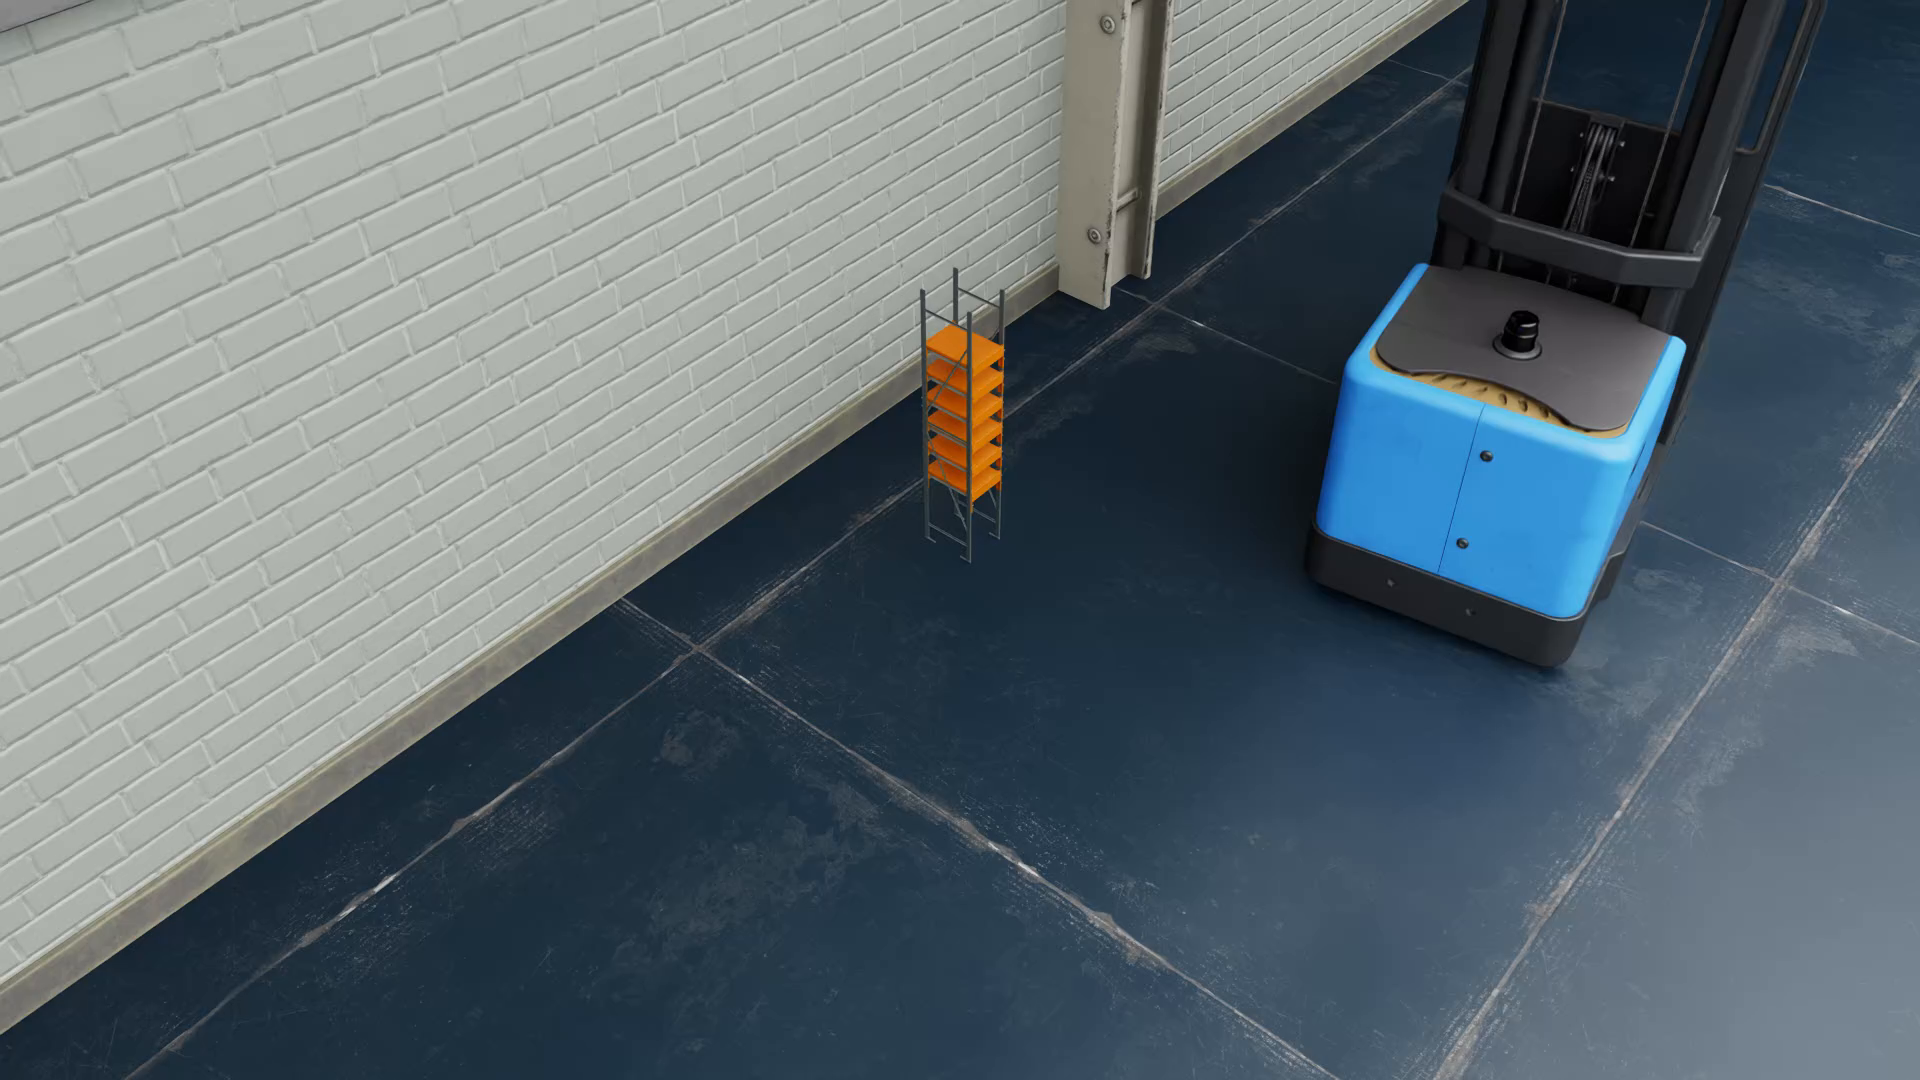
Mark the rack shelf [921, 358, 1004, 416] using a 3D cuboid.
[{"bbox_3d":[0.009,-0.596,6.223,0.258,0.103,0.180,29,50,28],"label":"rack shelf"}]

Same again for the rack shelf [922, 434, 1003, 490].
[{"bbox_3d":[0.009,-0.330,6.465,0.258,0.103,0.180,29,50,28],"label":"rack shelf"}]

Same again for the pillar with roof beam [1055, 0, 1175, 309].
[{"bbox_3d":[3.991,-2.735,3.069,9.100,9.000,0.400,29,50,28],"label":"pillar with roof beam"}]

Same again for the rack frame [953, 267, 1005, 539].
[{"bbox_3d":[0.068,-0.498,6.406,0.240,1.200,0.006,29,50,28],"label":"rack frame"}]

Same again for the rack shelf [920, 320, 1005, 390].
[{"bbox_3d":[0.009,-0.685,6.142,0.258,0.103,0.180,29,50,28],"label":"rack shelf"}]

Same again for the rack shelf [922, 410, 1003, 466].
[{"bbox_3d":[0.009,-0.419,6.384,0.258,0.103,0.180,29,50,28],"label":"rack shelf"}]

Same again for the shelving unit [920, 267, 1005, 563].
[{"bbox_3d":[0.009,-0.451,6.355,0.258,1.200,0.189,29,50,28],"label":"shelving unit"}]

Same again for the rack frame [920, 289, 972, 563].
[{"bbox_3d":[-0.050,-0.404,6.303,0.240,1.200,0.006,29,50,28],"label":"rack frame"}]

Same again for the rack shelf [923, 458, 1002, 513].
[{"bbox_3d":[0.009,-0.241,6.546,0.258,0.103,0.180,29,50,28],"label":"rack shelf"}]

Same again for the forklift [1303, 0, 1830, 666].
[{"bbox_3d":[2.531,-1.593,6.324,1.130,2.935,3.031,22,47,22],"label":"forklift"}]

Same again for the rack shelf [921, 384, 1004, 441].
[{"bbox_3d":[0.009,-0.507,6.304,0.258,0.103,0.180,29,50,28],"label":"rack shelf"}]
